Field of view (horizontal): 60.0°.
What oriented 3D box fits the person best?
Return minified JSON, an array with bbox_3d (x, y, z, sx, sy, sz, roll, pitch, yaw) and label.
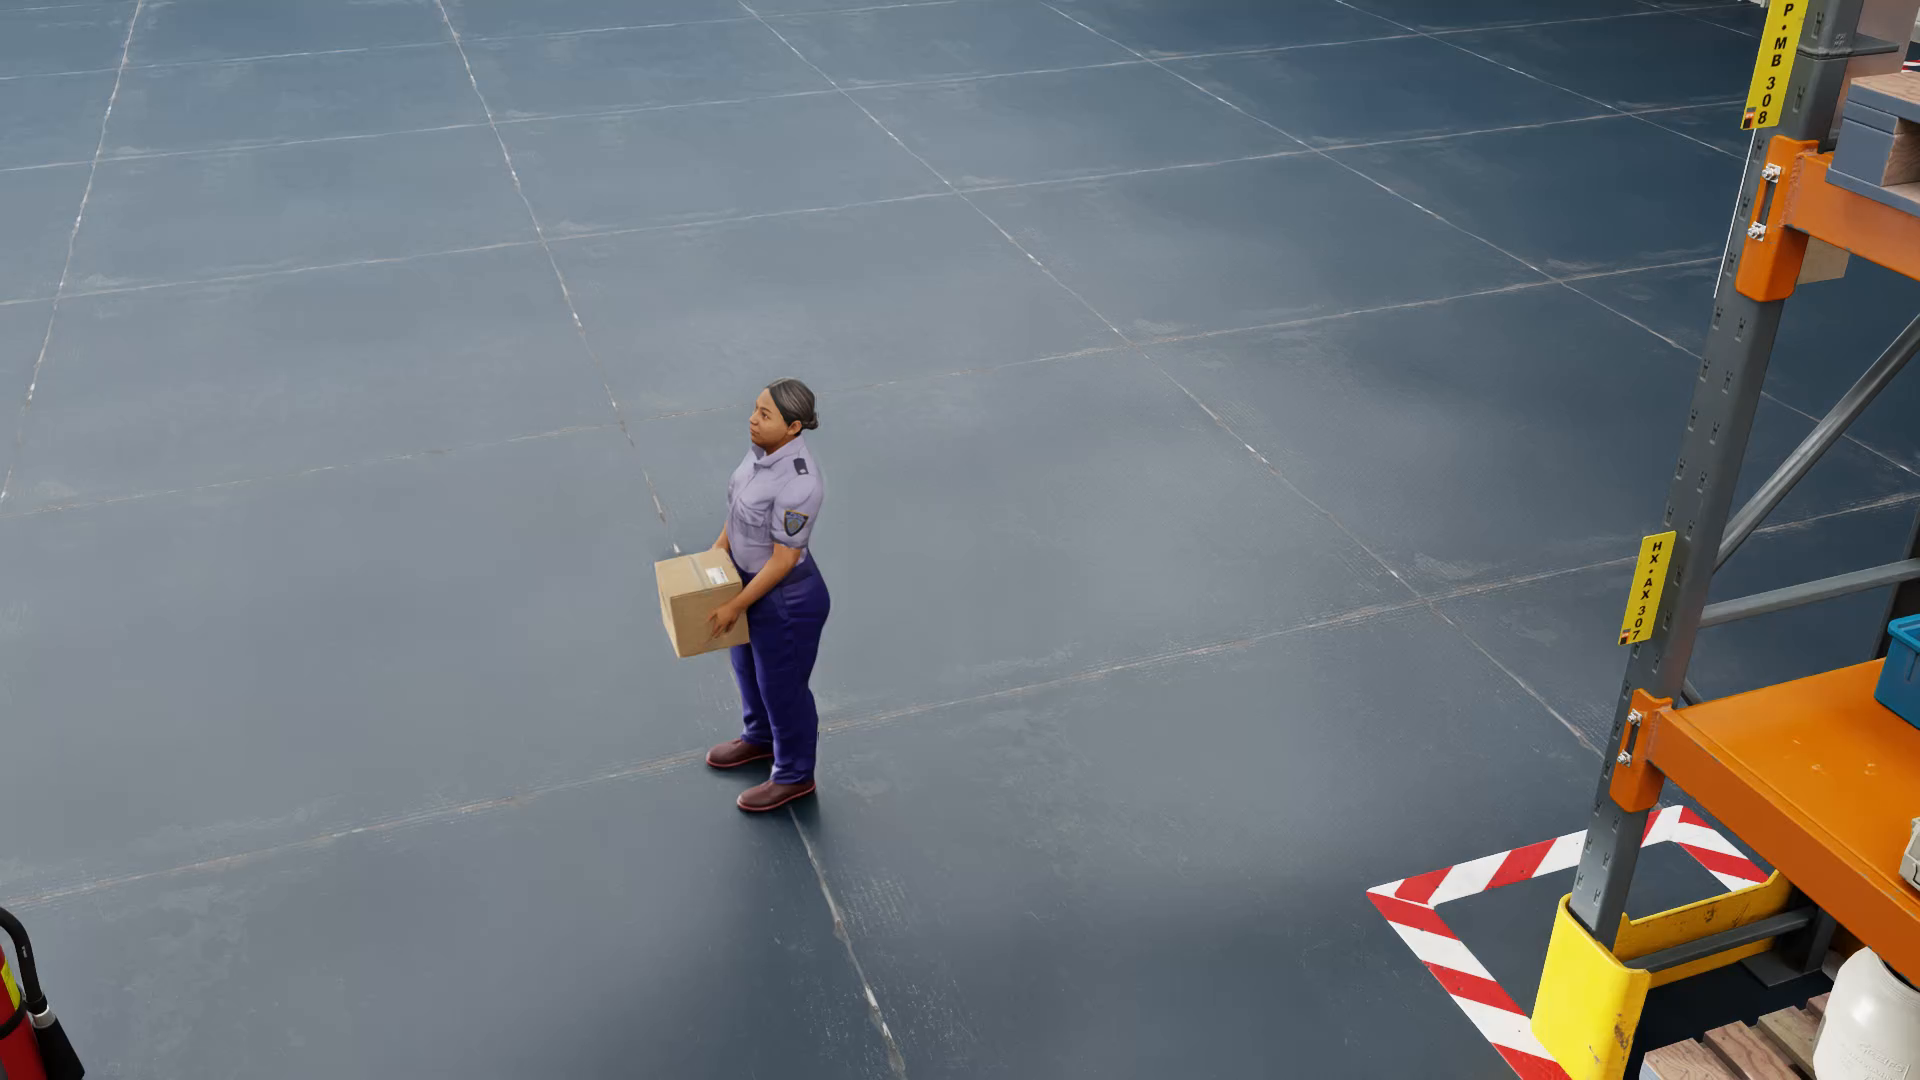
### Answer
[{"bbox_3d":[-0.692,0.194,5.805,0.458,1.650,0.522,-10,32,-17],"label":"person"}]
